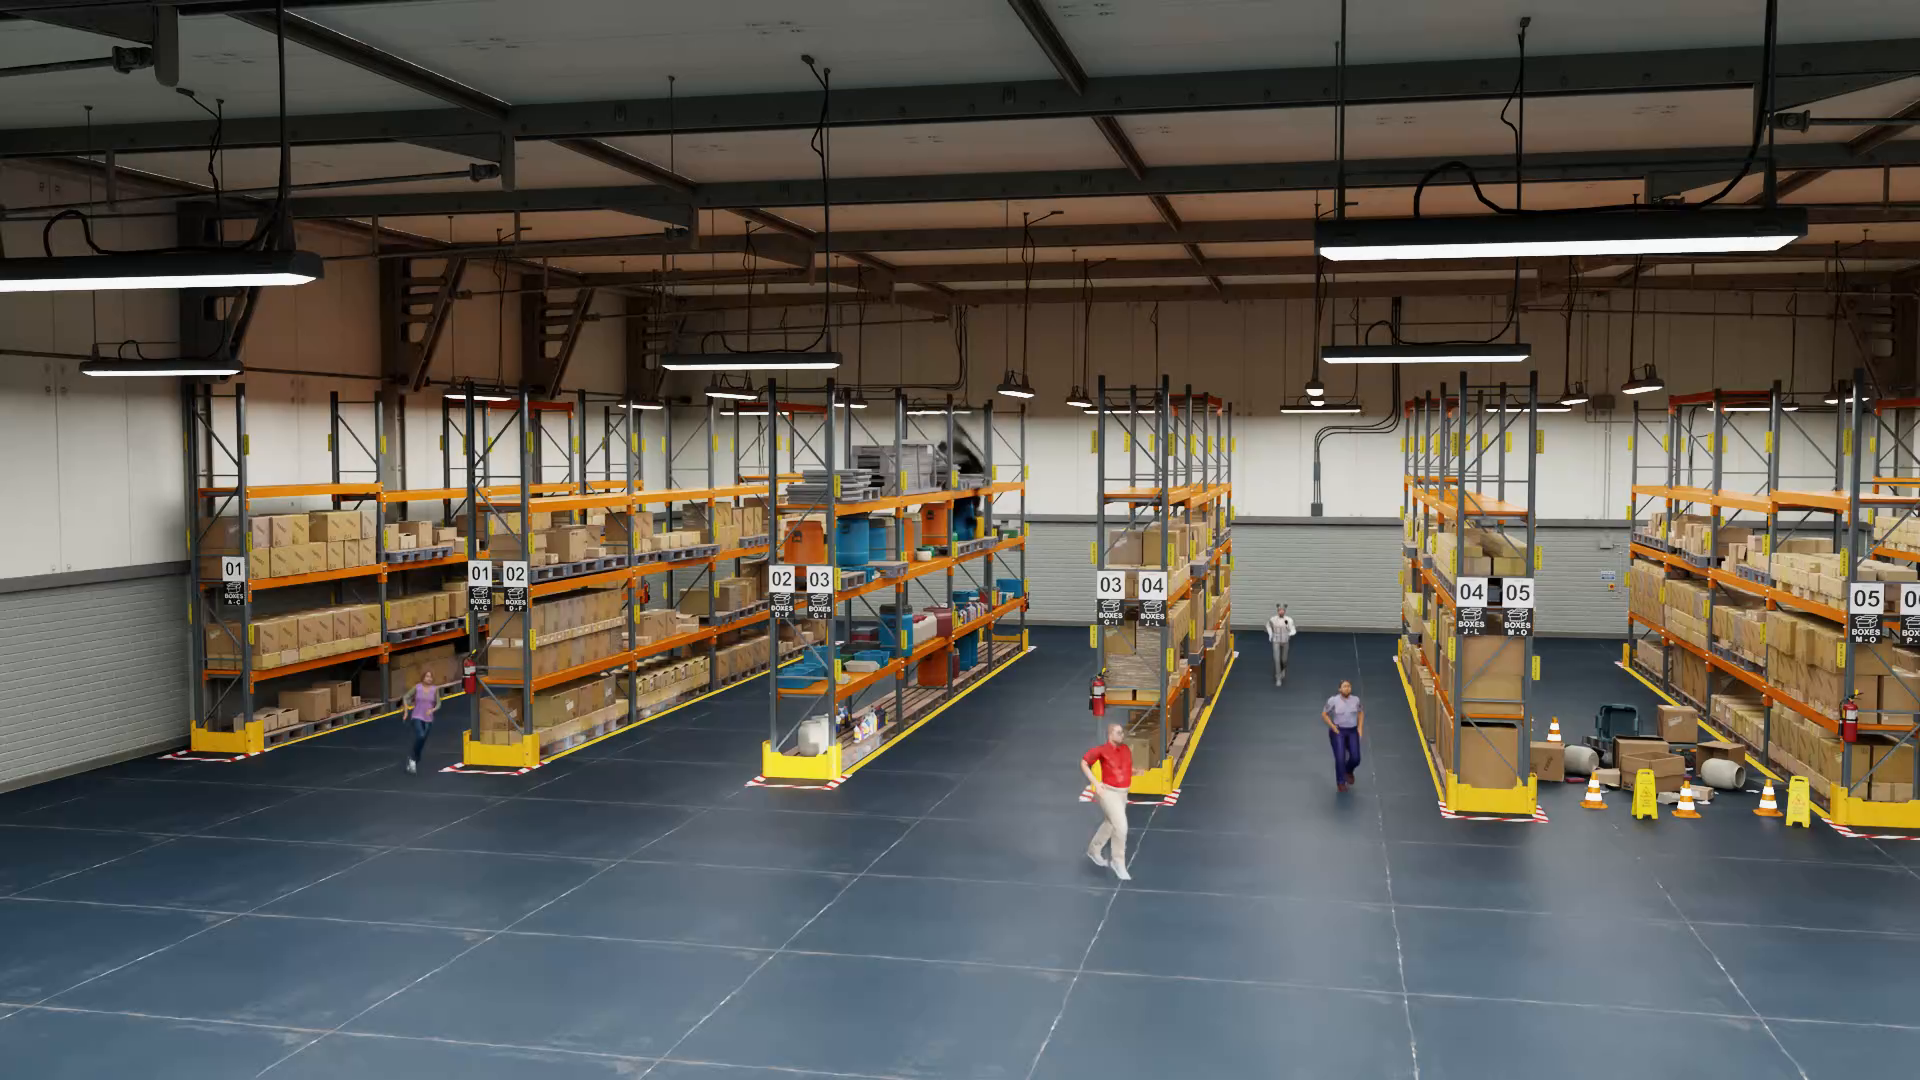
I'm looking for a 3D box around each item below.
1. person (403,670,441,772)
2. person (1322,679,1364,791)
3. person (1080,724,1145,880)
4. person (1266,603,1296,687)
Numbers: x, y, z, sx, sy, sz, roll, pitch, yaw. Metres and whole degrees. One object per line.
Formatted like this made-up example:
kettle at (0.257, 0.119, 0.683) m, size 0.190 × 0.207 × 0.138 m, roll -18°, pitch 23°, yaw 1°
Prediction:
person at (-8.193, 2.759, 25.396) m, size 0.532 × 1.536 × 0.608 m, roll -2°, pitch 4°, yaw -32°
person at (5.565, 2.822, 24.122) m, size 0.623 × 1.615 × 0.547 m, roll 0°, pitch 3°, yaw 0°
person at (1.789, 3.041, 19.442) m, size 0.813 × 1.802 × 0.642 m, roll 3°, pitch 4°, yaw 41°
person at (6.722, 2.164, 34.824) m, size 0.617 × 1.707 × 0.922 m, roll 1°, pitch 3°, yaw 11°
